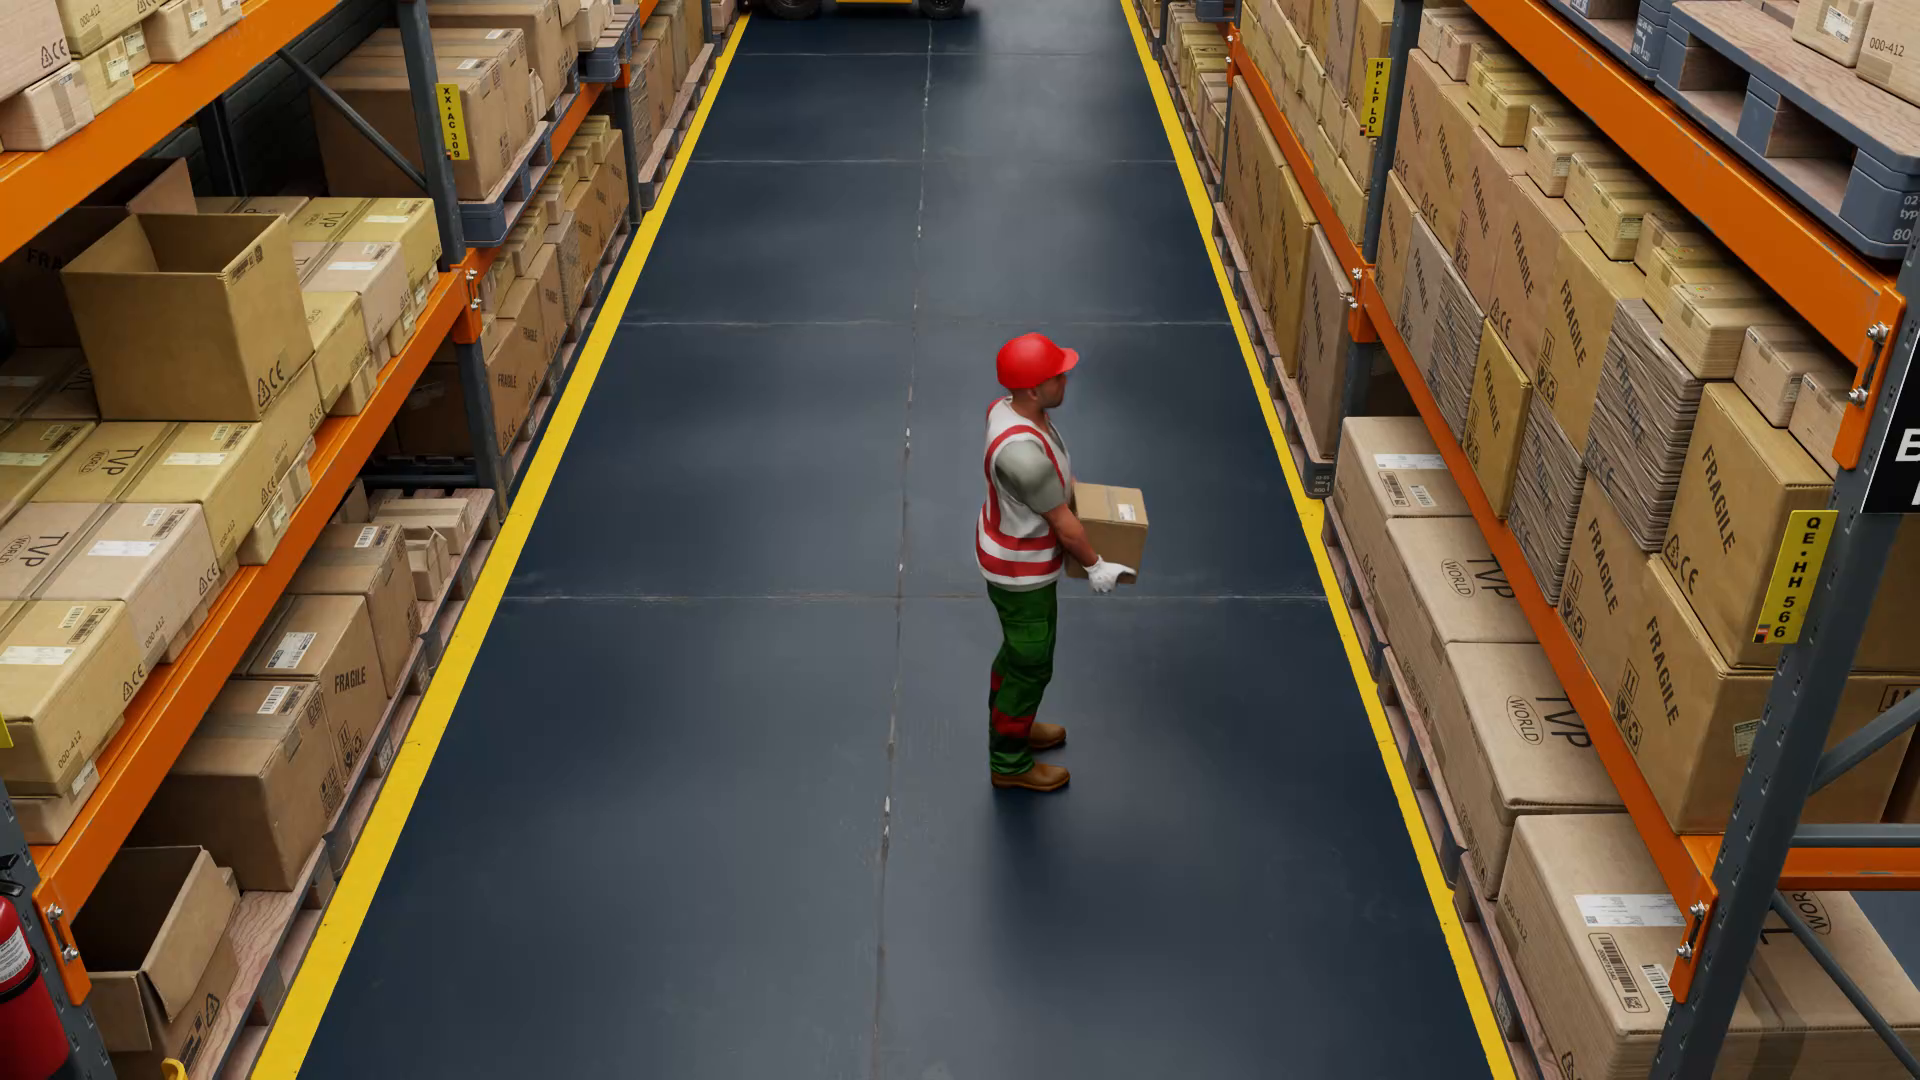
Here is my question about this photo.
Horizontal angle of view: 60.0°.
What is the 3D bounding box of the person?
[{"bbox_3d":[0.250,0.084,5.982,0.452,1.777,0.610,-2,31,-3],"label":"person"}]
